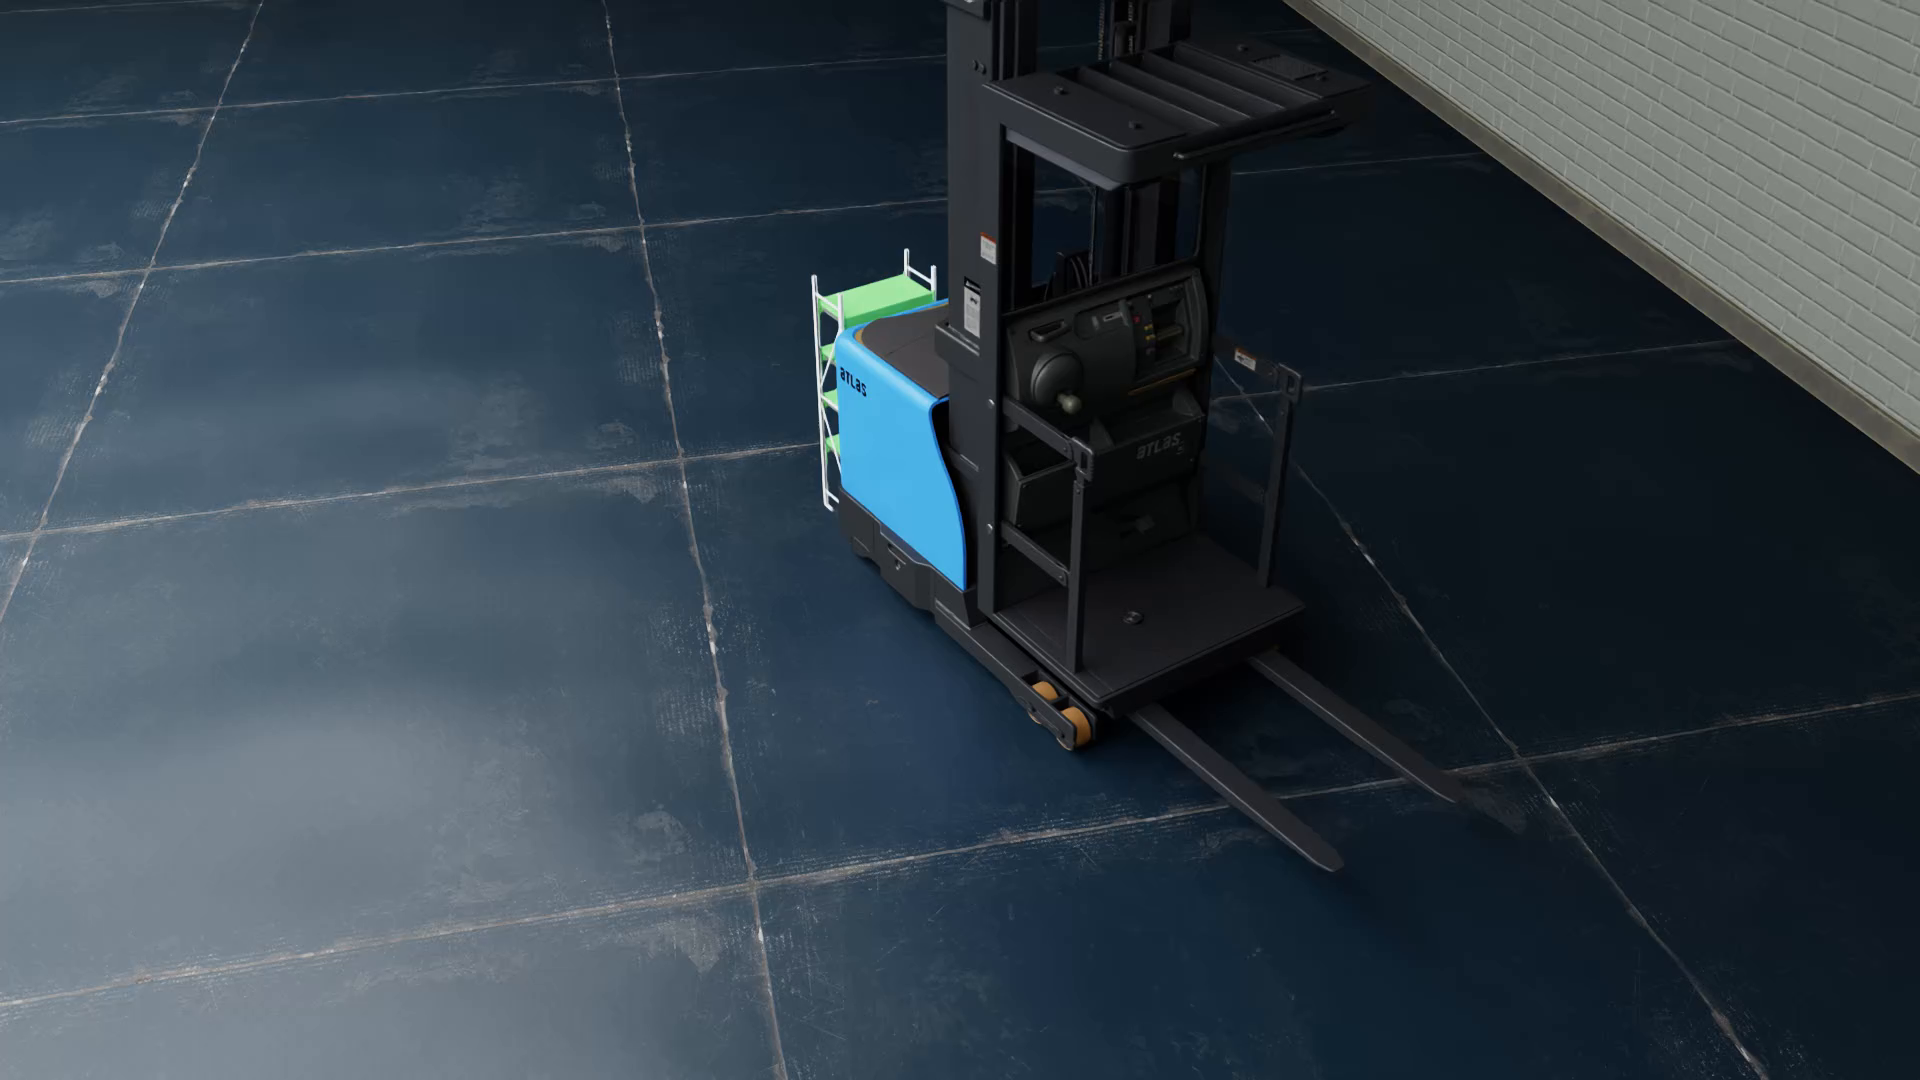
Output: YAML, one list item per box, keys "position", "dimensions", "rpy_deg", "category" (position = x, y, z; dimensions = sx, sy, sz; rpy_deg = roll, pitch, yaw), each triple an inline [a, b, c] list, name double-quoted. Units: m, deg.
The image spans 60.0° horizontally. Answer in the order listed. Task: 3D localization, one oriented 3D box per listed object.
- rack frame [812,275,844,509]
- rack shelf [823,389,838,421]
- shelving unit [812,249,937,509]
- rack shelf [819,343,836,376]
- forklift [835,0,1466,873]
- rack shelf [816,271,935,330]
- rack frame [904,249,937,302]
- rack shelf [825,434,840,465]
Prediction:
- position: [-0.580, -0.616, 7.591]
  dimensions: [0.015, 1.200, 0.240]
  rpy_deg: [-21, 39, -28]
  category: "rack frame"
- position: [-0.380, -0.640, 7.742]
  dimensions: [0.480, 0.148, 0.258]
  rpy_deg: [-21, 39, -28]
  category: "rack shelf"
- position: [-0.380, -0.693, 7.707]
  dimensions: [0.503, 1.200, 0.258]
  rpy_deg: [-21, 39, -28]
  category: "shelving unit"
- position: [-0.380, -0.840, 7.608]
  dimensions: [0.480, 0.148, 0.258]
  rpy_deg: [-21, 39, -28]
  category: "rack shelf"
- position: [0.691, -0.701, 6.164]
  dimensions: [1.130, 2.935, 3.031]
  rpy_deg: [-21, 39, -28]
  category: "forklift"
- position: [-0.380, -1.039, 7.475]
  dimensions: [0.480, 0.148, 0.258]
  rpy_deg: [-21, 39, -28]
  category: "rack shelf"
- position: [-0.180, -0.771, 7.823]
  dimensions: [0.015, 1.200, 0.240]
  rpy_deg: [-21, 39, -28]
  category: "rack frame"
- position: [-0.380, -0.441, 7.876]
  dimensions: [0.480, 0.148, 0.258]
  rpy_deg: [-21, 39, -28]
  category: "rack shelf"
